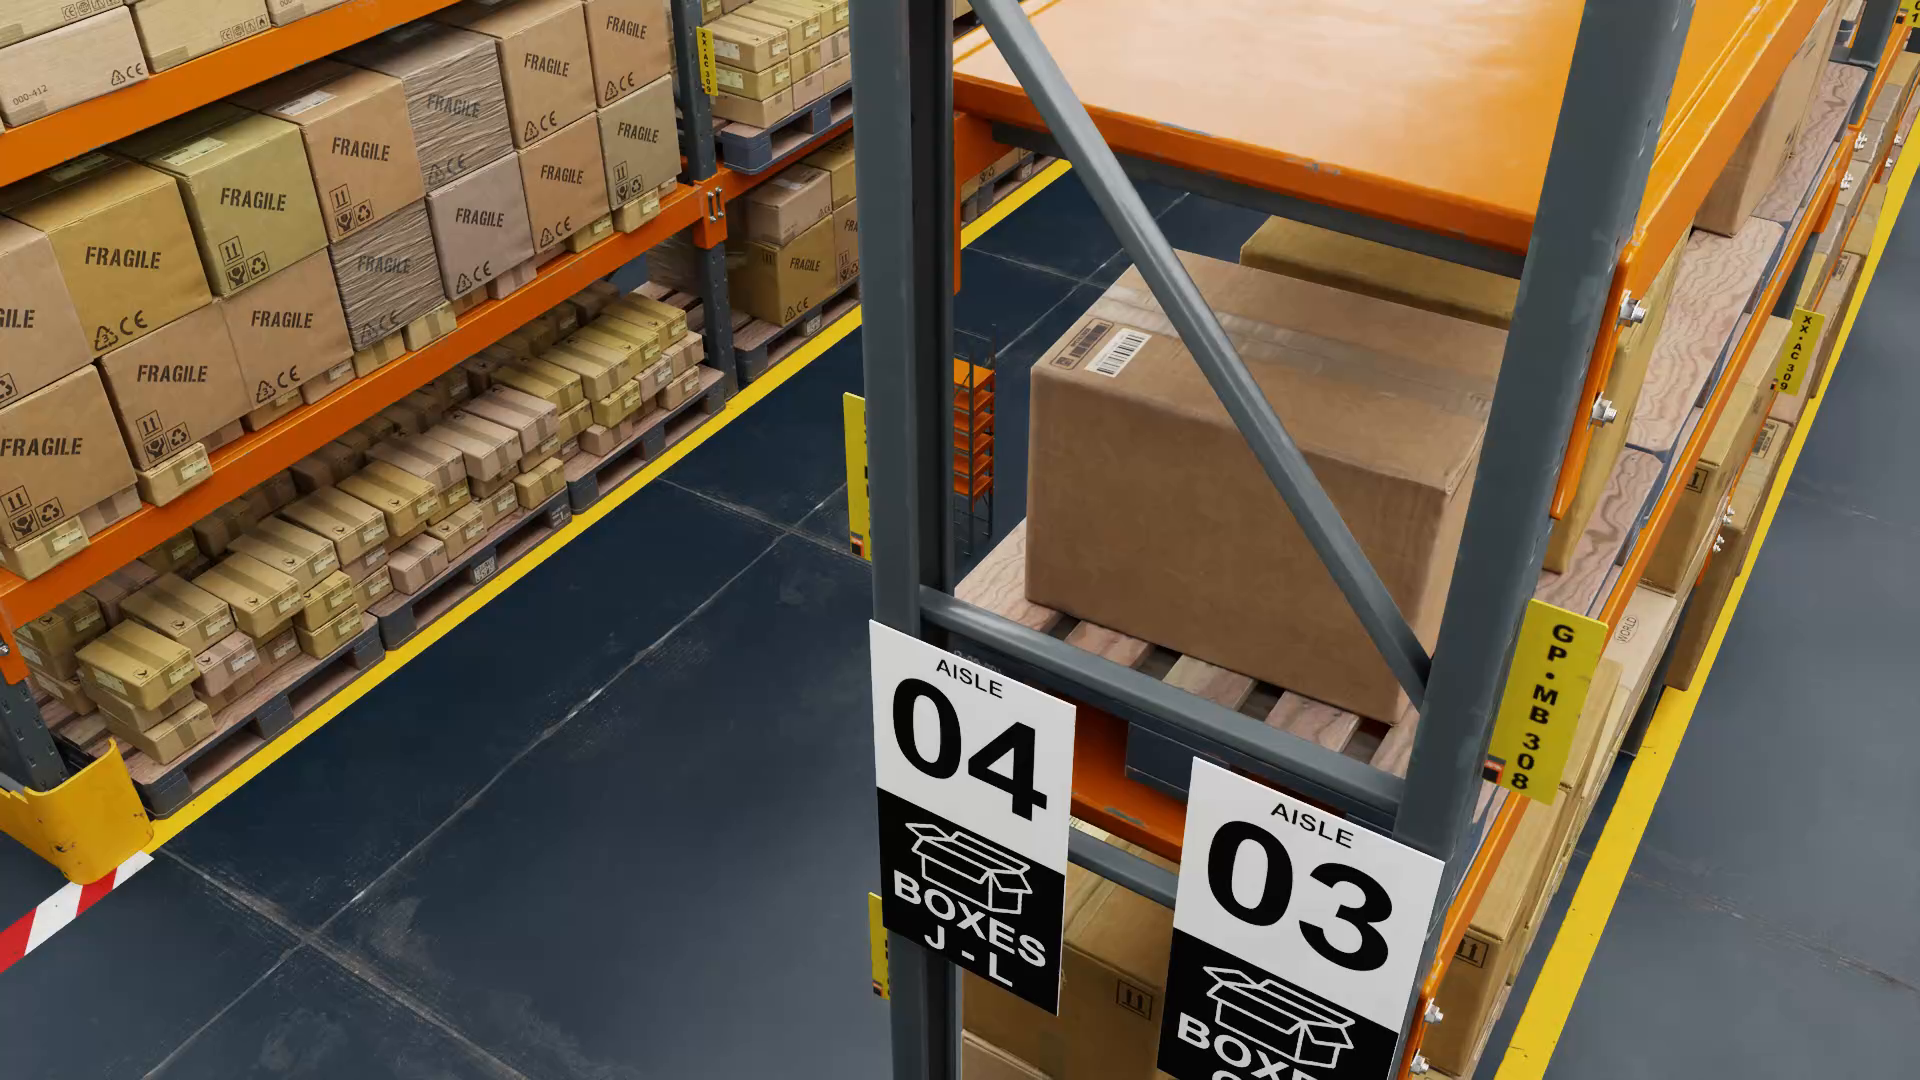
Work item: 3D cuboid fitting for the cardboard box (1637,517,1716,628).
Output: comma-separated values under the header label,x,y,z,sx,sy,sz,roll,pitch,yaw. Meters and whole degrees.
label,x,y,z,sx,sy,sz,roll,pitch,yaw
cardboard box,2.160,0.062,5.532,0.500,0.250,0.500,22,43,26

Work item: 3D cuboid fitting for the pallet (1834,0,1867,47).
label,x,y,z,sx,sy,sz,roll,pitch,yaw
pallet,2.900,-2.062,6.107,0.805,0.209,1.217,19,42,23

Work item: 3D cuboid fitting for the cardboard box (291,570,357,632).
label,x,y,z,sx,sy,sz,roll,pitch,yaw
cardboard box,-2.849,0.211,7.207,0.380,0.149,0.250,23,43,26

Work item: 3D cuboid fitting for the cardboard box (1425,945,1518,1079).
label,x,y,z,sx,sy,sz,roll,pitch,yaw
cardboard box,1.065,1.113,4.168,0.500,0.250,0.500,21,42,25

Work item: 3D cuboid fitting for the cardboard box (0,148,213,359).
label,x,y,z,sx,sy,sz,roll,pitch,yaw
cardboard box,-3.097,-1.034,5.929,0.500,0.500,0.500,22,43,26

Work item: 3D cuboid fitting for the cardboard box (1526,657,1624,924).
label,x,y,z,sx,sy,sz,roll,pitch,yaw
cardboard box,1.333,0.560,4.272,0.500,0.500,0.500,20,42,24

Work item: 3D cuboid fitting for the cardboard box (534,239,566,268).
label,x,y,z,sx,sy,sz,roll,pitch,yaw
cardboard box,-2.075,-1.415,7.774,0.380,0.149,0.250,20,42,24

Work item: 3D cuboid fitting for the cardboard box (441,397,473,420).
label,x,y,z,sx,sy,sz,roll,pitch,yaw
cardboard box,-2.622,-0.639,8.309,0.380,0.149,0.250,23,43,27

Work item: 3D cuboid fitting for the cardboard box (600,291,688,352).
label,x,y,z,sx,sy,sz,roll,pitch,yaw
cardboard box,-1.654,-1.140,8.715,0.380,0.149,0.250,22,43,26

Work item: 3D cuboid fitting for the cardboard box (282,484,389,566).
label,x,y,z,sx,sy,sz,roll,pitch,yaw
cardboard box,-2.750,-0.070,7.327,0.380,0.149,0.250,23,43,27

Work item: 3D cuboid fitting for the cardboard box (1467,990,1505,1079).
label,x,y,z,sx,sy,sz,roll,pitch,yaw
cardboard box,1.188,1.226,4.348,0.380,0.149,0.250,21,42,24

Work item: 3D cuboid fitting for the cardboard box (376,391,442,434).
label,x,y,z,sx,sy,sz,roll,pitch,yaw
cardboard box,-2.737,-0.616,8.035,0.380,0.149,0.250,19,42,23

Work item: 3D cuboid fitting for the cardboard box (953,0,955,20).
label,x,y,z,sx,sy,sz,roll,pitch,yaw
cardboard box,-0.251,-3.059,9.562,0.380,0.149,0.250,19,42,23

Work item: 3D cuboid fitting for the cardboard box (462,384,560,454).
label,x,y,z,sx,sy,sz,roll,pitch,yaw
cardboard box,-2.157,-0.586,7.997,0.380,0.149,0.250,19,42,23

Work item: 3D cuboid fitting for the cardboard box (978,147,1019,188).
label,x,y,z,sx,sy,sz,roll,pitch,yaw
cardboard box,0.046,-2.683,10.916,0.500,0.500,0.500,23,43,27

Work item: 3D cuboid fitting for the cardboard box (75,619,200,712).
label,x,y,z,sx,sy,sz,roll,pitch,yaw
cardboard box,-3.259,0.495,6.595,0.380,0.149,0.250,19,42,23

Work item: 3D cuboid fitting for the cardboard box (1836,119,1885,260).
label,x,y,z,sx,sy,sz,roll,pitch,yaw
cardboard box,3.991,-1.703,7.860,0.500,0.500,0.500,20,42,24

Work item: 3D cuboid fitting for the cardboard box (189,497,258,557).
label,x,y,z,sx,sy,sz,roll,pitch,yaw
cardboard box,-3.350,-0.101,7.367,0.380,0.149,0.250,19,42,23

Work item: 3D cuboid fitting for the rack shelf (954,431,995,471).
label,x,y,z,sx,sy,sz,roll,pitch,yaw
rack shelf,0.008,-0.447,7.860,0.258,0.103,0.180,21,42,25

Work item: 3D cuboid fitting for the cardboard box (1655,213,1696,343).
label,x,y,z,sx,sy,sz,roll,pitch,yaw
cardboard box,1.180,-0.651,3.613,0.700,0.500,0.500,18,41,22

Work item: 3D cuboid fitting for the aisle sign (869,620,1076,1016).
label,x,y,z,sx,sy,sz,roll,pitch,yaw
aisle sign,0.016,0.510,2.941,0.394,0.787,0.004,21,42,25

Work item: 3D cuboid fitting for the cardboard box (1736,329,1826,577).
label,x,y,z,sx,sy,sz,roll,pitch,yaw
cardboard box,3.254,-0.583,7.886,1.225,0.875,0.875,20,42,24

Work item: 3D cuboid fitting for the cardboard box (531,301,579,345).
label,x,y,z,sx,sy,sz,roll,pitch,yaw
cardboard box,-2.241,-1.176,8.762,0.380,0.149,0.250,23,43,27

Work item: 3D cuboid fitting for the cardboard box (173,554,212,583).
label,x,y,z,sx,sy,sz,roll,pitch,yaw
cardboard box,-3.508,0.138,7.302,0.380,0.149,0.250,19,42,23

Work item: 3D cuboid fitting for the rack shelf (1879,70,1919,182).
label,x,y,z,sx,sy,sz,roll,pitch,yaw
rack shelf,5.665,-3.269,10.563,1.077,0.370,4.000,21,42,25

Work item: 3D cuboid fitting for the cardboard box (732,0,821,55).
label,x,y,z,sx,sy,sz,roll,pitch,yaw
cardboard box,-0.940,-2.636,8.527,0.380,0.149,0.250,22,43,26

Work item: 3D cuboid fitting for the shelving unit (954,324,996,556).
label,x,y,z,sx,sy,sz,roll,pitch,yaw
shelving unit,0.008,-0.483,7.833,0.258,1.200,0.189,21,42,25

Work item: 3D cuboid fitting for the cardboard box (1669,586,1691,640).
label,x,y,z,sx,sy,sz,roll,pitch,yaw
cardboard box,2.288,0.168,5.721,0.380,0.149,0.250,20,42,24

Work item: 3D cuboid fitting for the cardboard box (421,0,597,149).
label,x,y,z,sx,sy,sz,roll,pitch,yaw
cardboard box,-1.979,-2.090,7.299,0.500,0.500,0.500,20,42,24

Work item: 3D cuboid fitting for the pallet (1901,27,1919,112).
label,x,y,z,sx,sy,sz,roll,pitch,yaw
pallet,4.885,-2.849,9.586,1.213,0.211,1.003,21,42,25

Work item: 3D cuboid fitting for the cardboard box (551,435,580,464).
label,x,y,z,sx,sy,sz,roll,pitch,yaw
cardboard box,-2.147,-0.499,8.371,0.380,0.149,0.250,20,42,24

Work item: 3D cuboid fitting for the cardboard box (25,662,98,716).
label,x,y,z,sx,sy,sz,roll,pitch,yaw
cardboard box,-3.721,0.550,7.011,0.380,0.149,0.250,22,43,26

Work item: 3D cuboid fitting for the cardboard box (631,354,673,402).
label,x,y,z,sx,sy,sz,roll,pitch,yaw
cardboard box,-1.718,-0.881,8.622,0.380,0.149,0.250,19,42,23

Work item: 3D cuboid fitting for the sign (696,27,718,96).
label,x,y,z,sx,sy,sz,roll,pitch,yaw
sign,-1.221,-2.305,8.013,0.100,0.325,0.005,21,42,25

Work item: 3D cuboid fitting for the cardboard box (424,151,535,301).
label,x,y,z,sx,sy,sz,roll,pitch,yaw
cardboard box,-2.251,-1.428,7.259,0.500,0.500,0.500,21,42,25

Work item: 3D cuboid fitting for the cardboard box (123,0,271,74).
label,x,y,z,sx,sy,sz,roll,pitch,yaw
cardboard box,-2.819,-1.890,5.850,0.500,0.250,0.500,20,42,24

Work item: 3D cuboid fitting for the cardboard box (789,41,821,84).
label,x,y,z,sx,sy,sz,roll,pitch,yaw
cardboard box,-0.947,-2.507,8.603,0.380,0.149,0.250,20,42,24

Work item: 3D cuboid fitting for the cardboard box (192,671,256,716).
label,x,y,z,sx,sy,sz,roll,pitch,yaw
cardboard box,-3.204,0.562,6.994,0.380,0.149,0.250,21,42,25

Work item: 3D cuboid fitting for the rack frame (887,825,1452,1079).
label,x,y,z,sx,sy,sz,roll,pitch,yaw
rack frame,0.307,1.601,3.656,1.000,3.000,0.127,21,42,25

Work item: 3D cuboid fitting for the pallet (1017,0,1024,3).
label,x,y,z,sx,sy,sz,roll,pitch,yaw
pallet,0.168,-3.719,10.715,1.213,0.211,1.003,21,42,25

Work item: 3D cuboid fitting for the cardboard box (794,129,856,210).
label,x,y,z,sx,sy,sz,roll,pitch,yaw
cardboard box,-0.781,-2.179,9.648,0.500,0.250,0.500,22,43,26

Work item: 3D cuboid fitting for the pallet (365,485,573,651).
label,x,y,z,sx,sy,sz,roll,pitch,yaw
pallet,-2.666,-0.042,8.071,1.003,0.211,1.213,21,42,25

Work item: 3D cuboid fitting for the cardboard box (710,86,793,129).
label,x,y,z,sx,sy,sz,roll,pitch,yaw
cardboard box,-1.084,-2.255,8.520,0.380,0.149,0.250,19,42,23

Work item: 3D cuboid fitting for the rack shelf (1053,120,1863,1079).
label,x,y,z,sx,sy,sz,roll,pitch,yaw
rack shelf,1.379,-0.333,4.297,1.077,0.370,4.000,21,42,25

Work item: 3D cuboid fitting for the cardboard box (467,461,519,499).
label,x,y,z,sx,sy,sz,roll,pitch,yaw
cardboard box,-2.345,-0.370,7.960,0.380,0.149,0.250,19,42,23

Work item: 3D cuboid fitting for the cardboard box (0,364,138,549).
label,x,y,z,sx,sy,sz,roll,pitch,yaw
cardboard box,-3.353,-0.372,5.890,0.500,0.500,0.500,23,43,27

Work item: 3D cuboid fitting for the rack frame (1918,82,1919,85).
label,x,y,z,sx,sy,sz,roll,pitch,yaw
rack frame,6.736,-4.585,11.680,1.000,3.000,0.127,21,42,25

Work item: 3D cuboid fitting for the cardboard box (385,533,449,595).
label,x,y,z,sx,sy,sz,roll,pitch,yaw
cardboard box,-2.585,0.073,7.629,0.380,0.149,0.250,19,42,23

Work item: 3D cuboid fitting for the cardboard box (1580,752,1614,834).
label,x,y,z,sx,sy,sz,roll,pitch,yaw
cardboard box,1.738,0.696,5.035,0.380,0.149,0.250,22,43,26

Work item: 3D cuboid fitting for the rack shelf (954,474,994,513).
label,x,y,z,sx,sy,sz,roll,pitch,yaw
rack shelf,0.008,-0.257,8.006,0.258,0.103,0.180,21,42,25

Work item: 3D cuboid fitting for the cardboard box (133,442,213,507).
label,x,y,z,sx,sy,sz,roll,pitch,yaw
cardboard box,-3.085,-0.300,6.327,0.380,0.149,0.250,20,42,24

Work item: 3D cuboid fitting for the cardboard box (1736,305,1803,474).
label,x,y,z,sx,sy,sz,roll,pitch,yaw
cardboard box,2.908,-0.656,6.502,0.500,0.500,0.500,21,42,25

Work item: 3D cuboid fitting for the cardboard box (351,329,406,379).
label,x,y,z,sx,sy,sz,roll,pitch,yaw
cardboard box,-2.583,-0.855,7.047,0.380,0.149,0.250,23,43,27

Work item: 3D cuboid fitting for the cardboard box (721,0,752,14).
label,x,y,z,sx,sy,sz,roll,pitch,yaw
cardboard box,-1.350,-2.980,8.973,0.380,0.149,0.250,20,42,24

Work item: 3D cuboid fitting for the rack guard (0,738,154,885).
label,x,y,z,sx,sy,sz,roll,pitch,yaw
rack guard,-3.786,0.877,6.642,1.175,0.500,0.348,21,42,25

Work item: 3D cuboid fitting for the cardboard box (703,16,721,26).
label,x,y,z,sx,sy,sz,roll,pitch,yaw
cardboard box,-1.497,-2.726,8.887,0.380,0.149,0.250,21,43,25
